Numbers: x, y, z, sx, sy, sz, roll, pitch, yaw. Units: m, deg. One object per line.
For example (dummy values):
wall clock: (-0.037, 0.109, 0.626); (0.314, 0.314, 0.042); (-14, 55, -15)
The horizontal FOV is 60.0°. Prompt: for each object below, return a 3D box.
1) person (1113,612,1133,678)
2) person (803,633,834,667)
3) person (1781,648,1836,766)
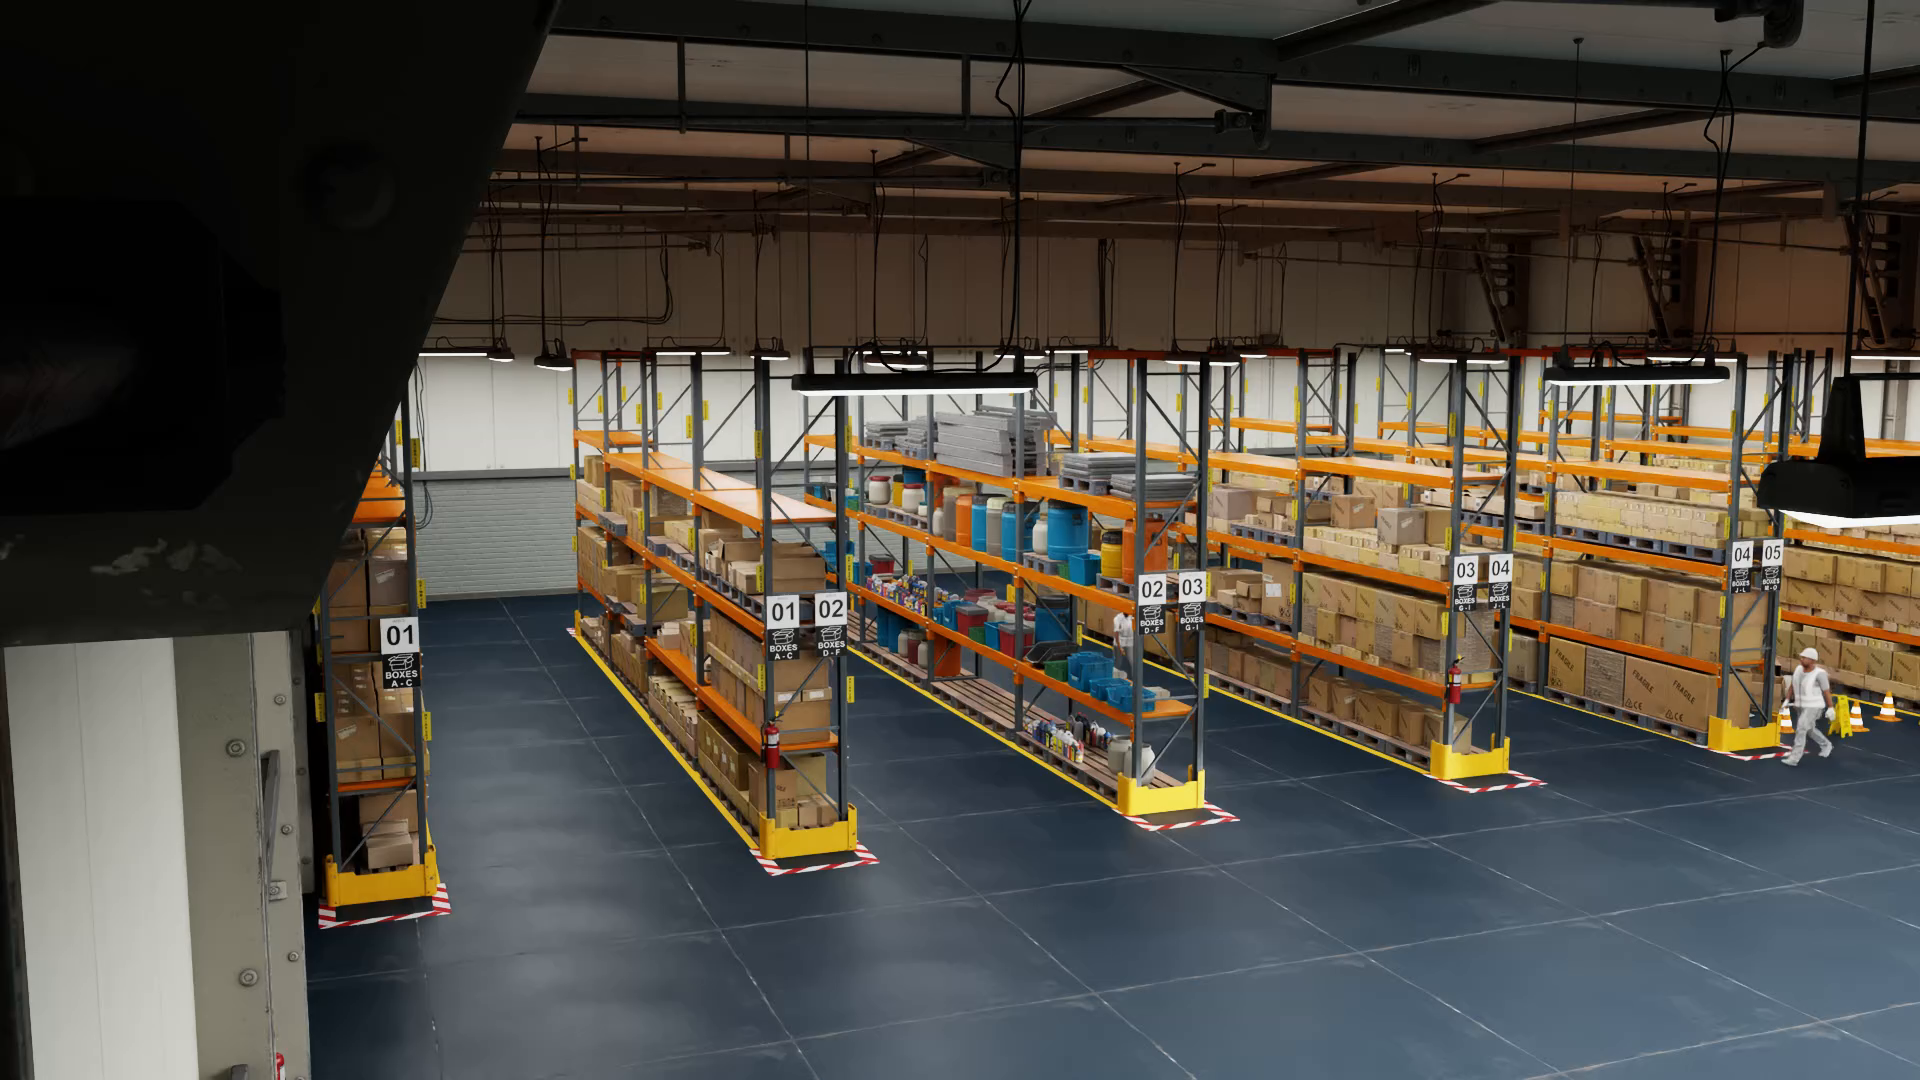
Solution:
person: (2.937, 1.869, 29.260); (0.464, 1.625, 0.992); (-2, 7, -14)
person: (-2.347, 2.047, 27.539); (0.606, 1.803, 0.733); (-7, 10, -43)
person: (12.493, 2.441, 24.460); (1.077, 1.731, 0.630); (-2, 7, -18)
